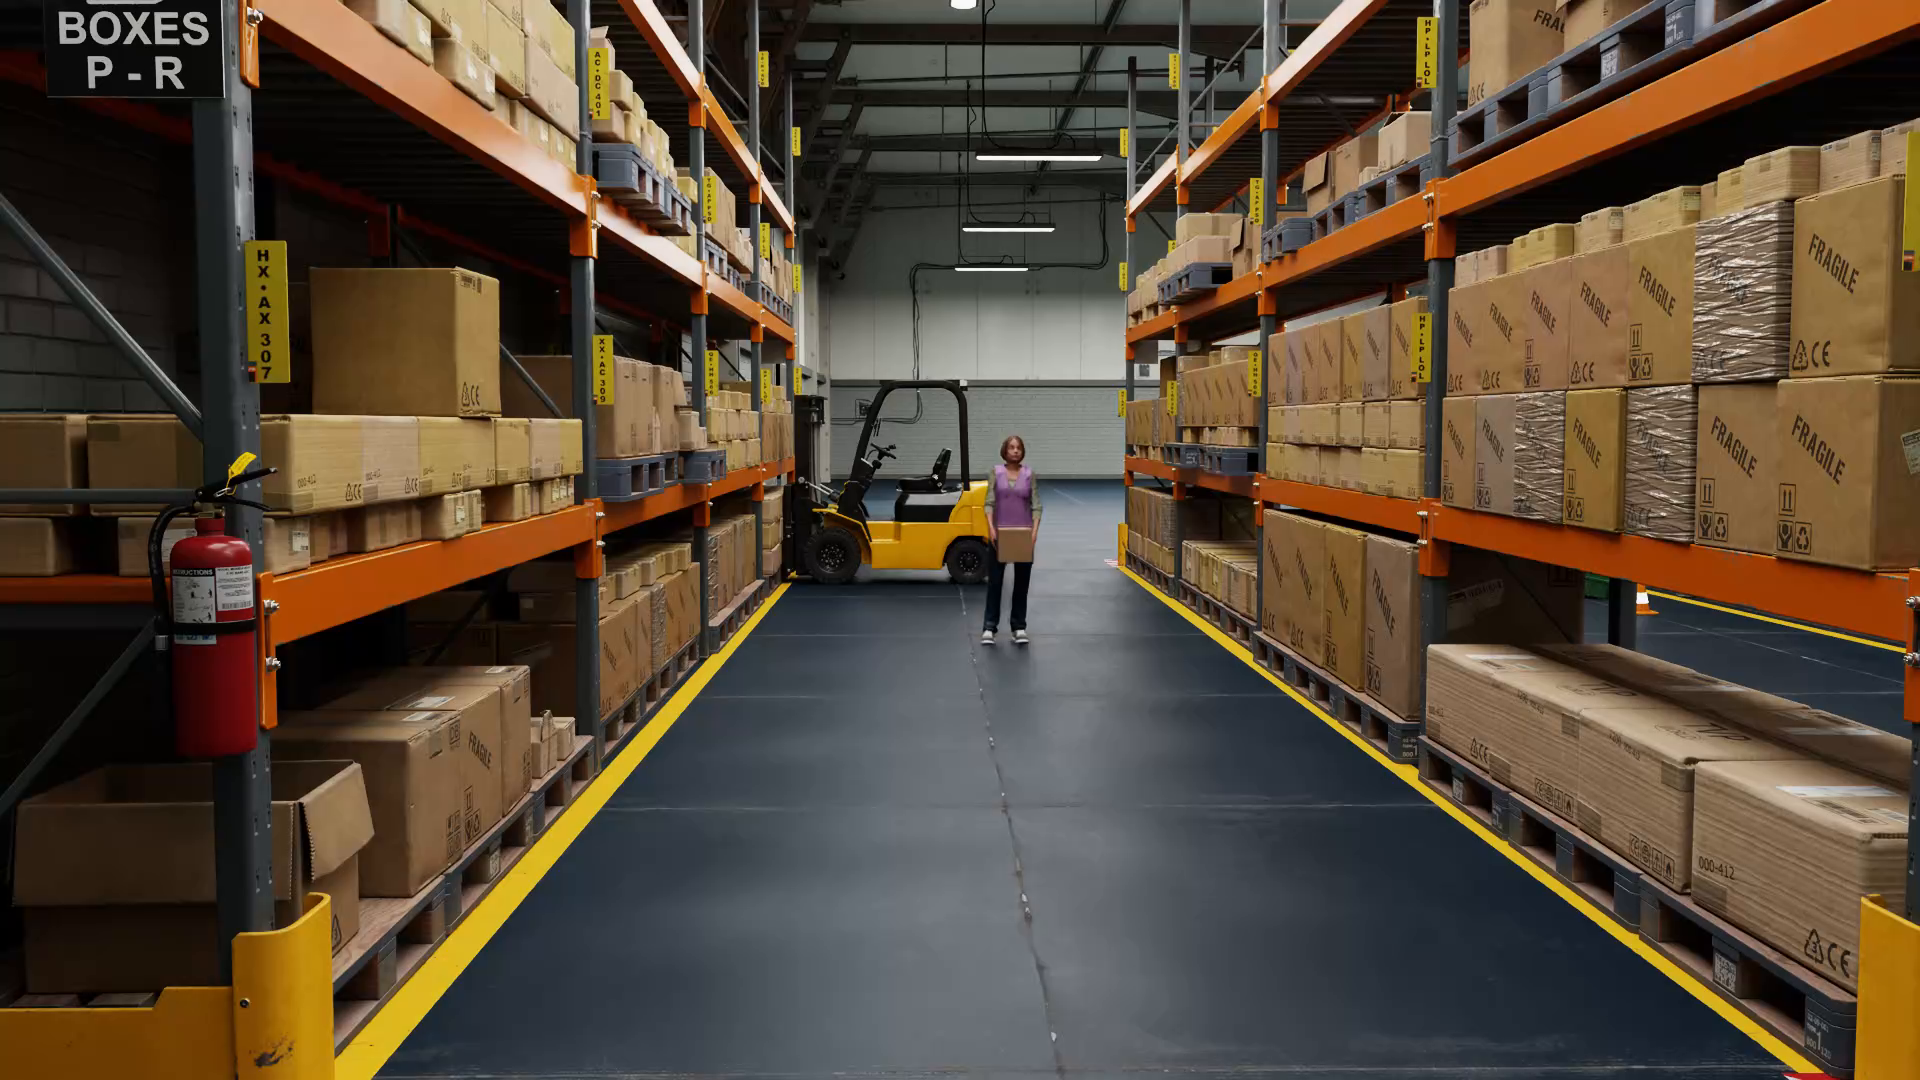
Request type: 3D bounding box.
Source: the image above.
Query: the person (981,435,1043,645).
[{"bbox_3d":[0.398,-0.005,12.749,0.477,1.601,0.388,0,4,-1],"label":"person"}]
